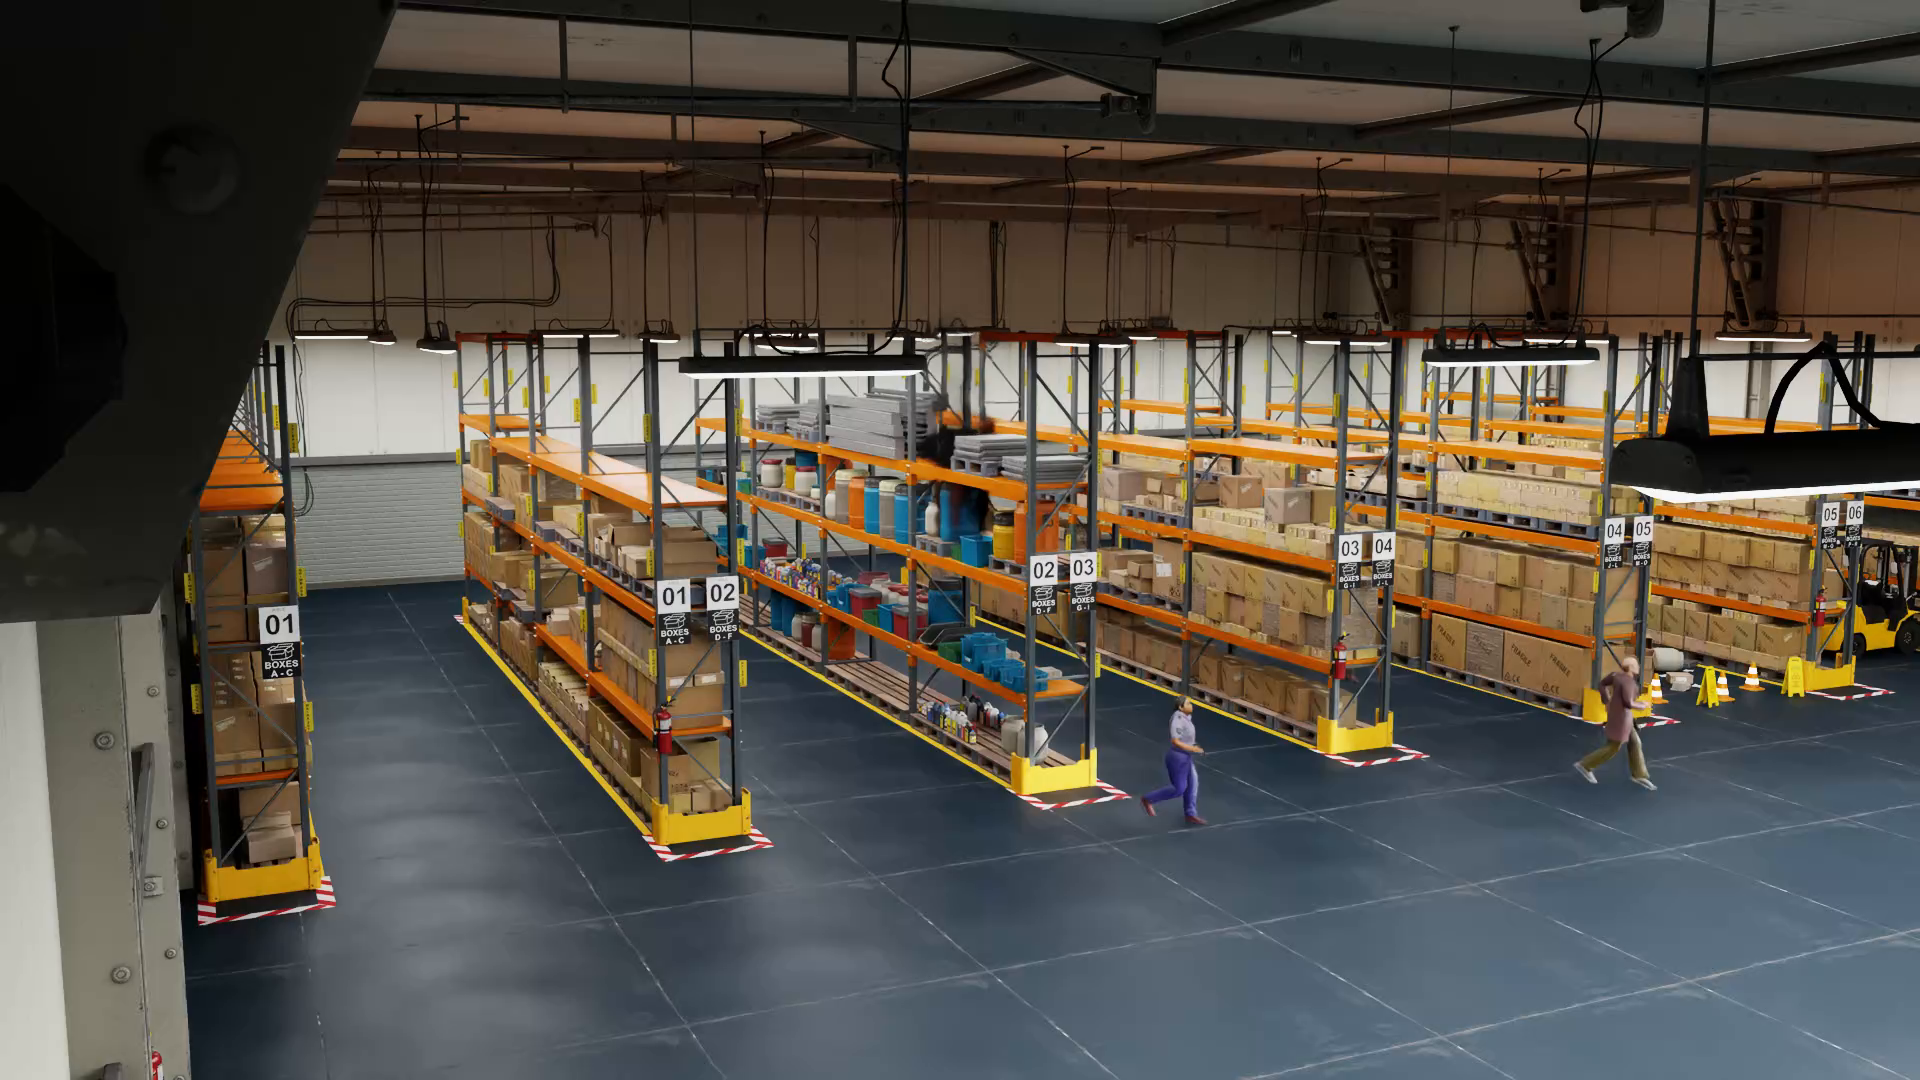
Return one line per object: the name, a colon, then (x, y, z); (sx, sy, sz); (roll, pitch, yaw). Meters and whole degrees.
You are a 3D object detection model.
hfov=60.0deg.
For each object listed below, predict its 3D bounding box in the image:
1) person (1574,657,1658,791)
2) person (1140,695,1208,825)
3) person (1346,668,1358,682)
person: (8.827, 2.457, 22.296); (1.091, 1.803, 0.740); (1, 8, 9)
person: (2.698, 2.746, 20.816); (0.828, 1.647, 0.615); (2, 8, 13)
person: (6.768, 1.616, 29.162); (0.600, 1.643, 0.832); (-4, 9, -29)
